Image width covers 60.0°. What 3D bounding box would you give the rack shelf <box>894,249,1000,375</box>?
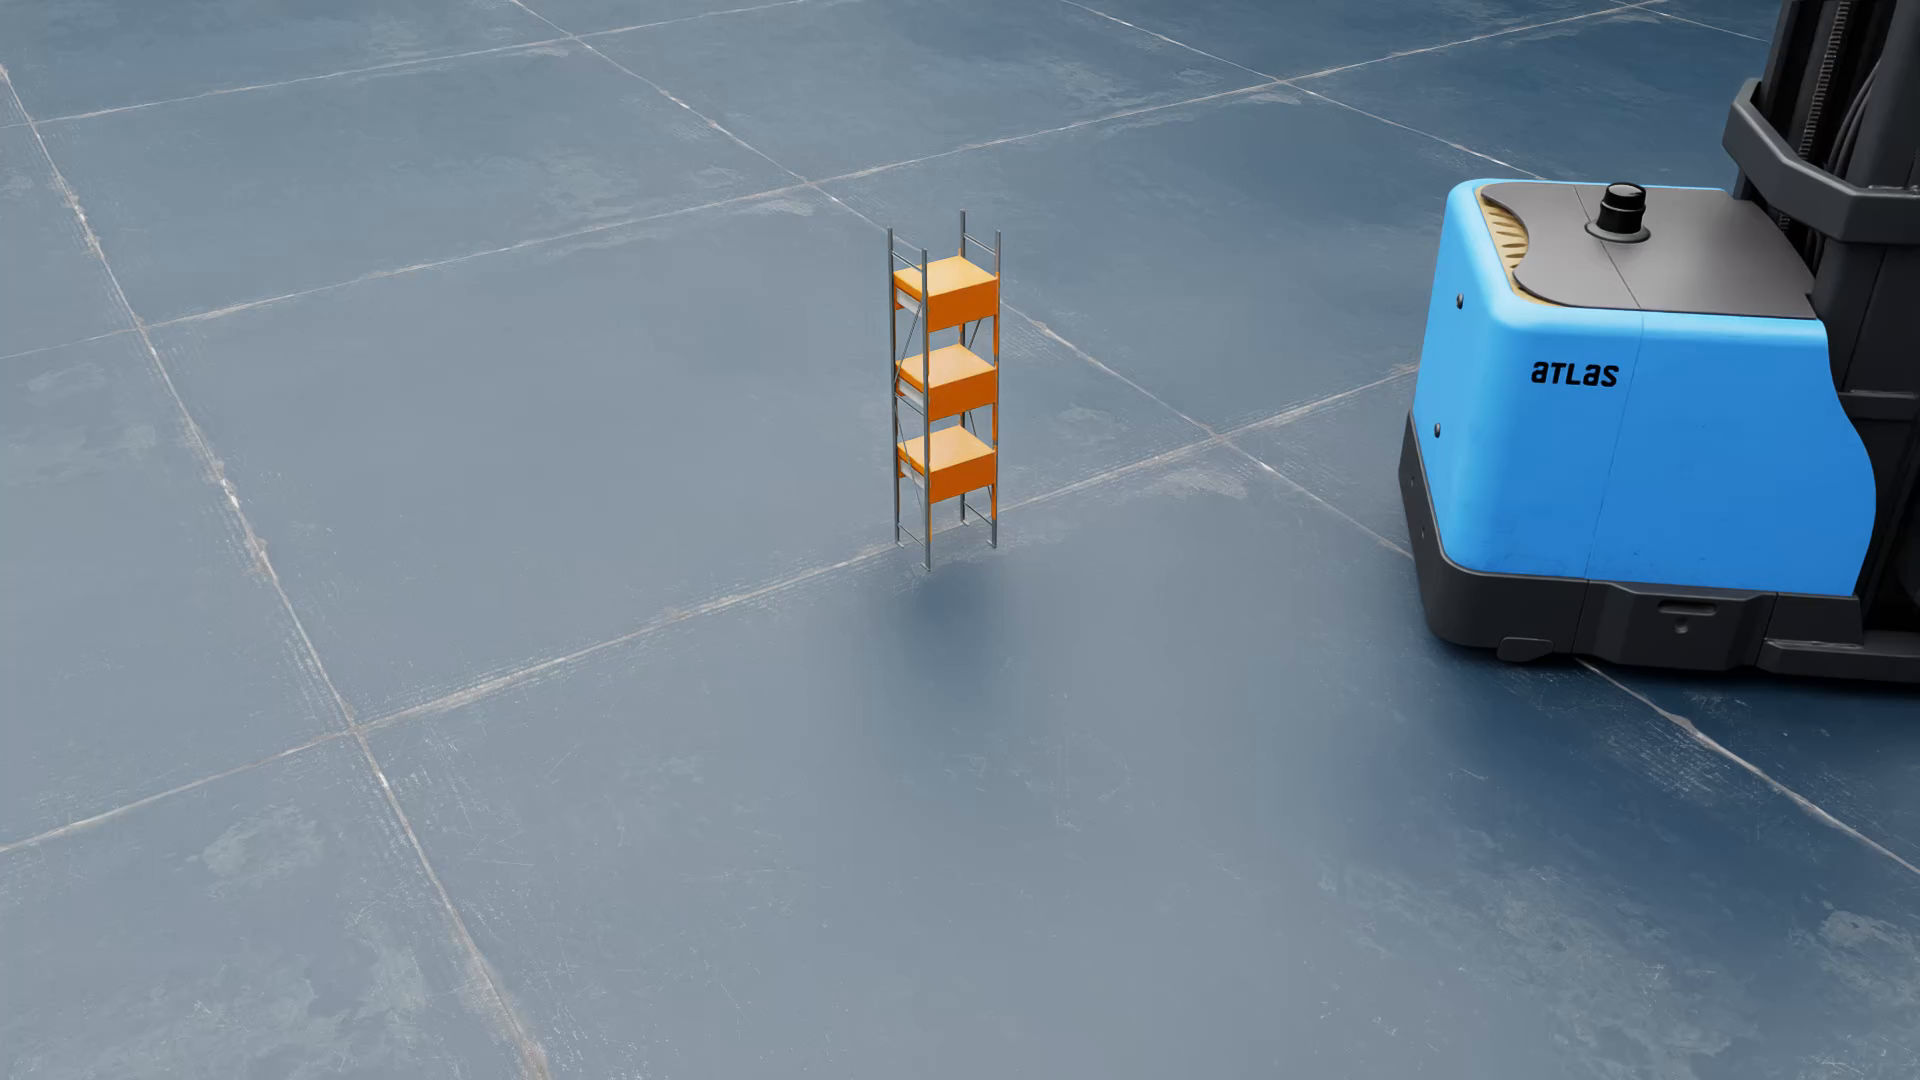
[{"bbox_3d":[-0.045,-0.660,4.800,0.240,0.259,0.215,-19,37,-27],"label":"rack shelf"}]

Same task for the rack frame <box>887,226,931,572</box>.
[{"bbox_3d":[-0.148,-0.393,4.889,0.008,1.050,0.200,-19,37,-27],"label":"rack frame"}]

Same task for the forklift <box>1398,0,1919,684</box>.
[{"bbox_3d":[2.887,-1.067,4.194,3.031,2.935,1.130,4,32,6],"label":"forklift"}]

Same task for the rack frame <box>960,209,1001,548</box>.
[{"bbox_3d":[0.058,-0.464,5.001,0.008,1.050,0.200,-19,37,-27],"label":"rack frame"}]

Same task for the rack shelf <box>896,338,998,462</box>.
[{"bbox_3d":[-0.045,-0.420,4.951,0.240,0.259,0.215,-19,37,-27],"label":"rack shelf"}]

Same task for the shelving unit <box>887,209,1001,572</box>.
[{"bbox_3d":[-0.045,-0.429,4.945,0.252,1.050,0.215,-19,37,-27],"label":"shelving unit"}]

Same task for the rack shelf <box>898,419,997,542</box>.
[{"bbox_3d":[-0.045,-0.185,5.099,0.240,0.259,0.215,-19,37,-27],"label":"rack shelf"}]
